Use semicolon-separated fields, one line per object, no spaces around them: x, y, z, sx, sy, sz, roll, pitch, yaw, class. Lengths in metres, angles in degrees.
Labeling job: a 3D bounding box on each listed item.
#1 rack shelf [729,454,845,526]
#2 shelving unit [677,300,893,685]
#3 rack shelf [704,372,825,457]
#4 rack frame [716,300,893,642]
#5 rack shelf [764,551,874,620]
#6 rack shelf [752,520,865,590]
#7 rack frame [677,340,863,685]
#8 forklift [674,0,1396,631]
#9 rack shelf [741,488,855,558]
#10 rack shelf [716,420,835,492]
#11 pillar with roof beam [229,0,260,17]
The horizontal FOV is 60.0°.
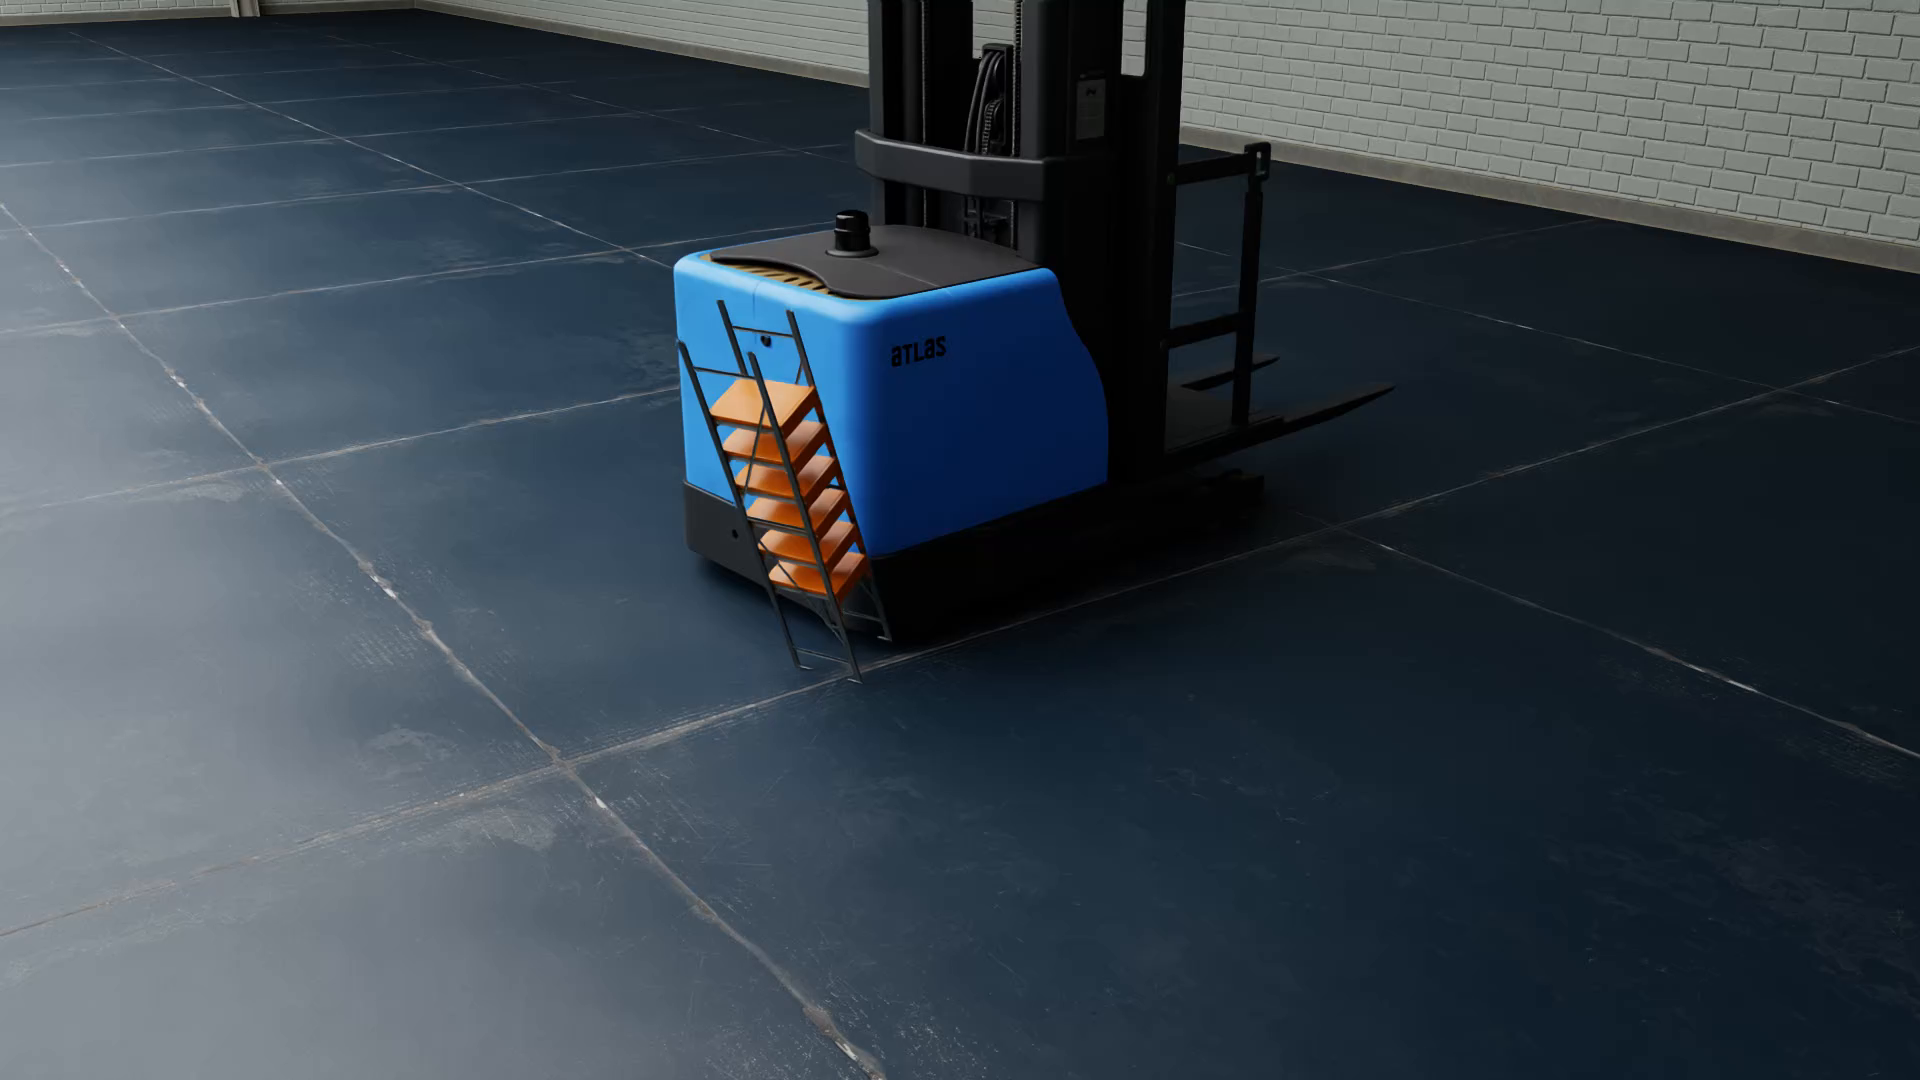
-0.474;-0.156;4.561;0.258;0.103;0.180;12;47;27;rack shelf
-0.460;-0.101;4.610;0.258;1.200;0.189;12;47;27;shelving unit
-0.519;-0.334;4.406;0.258;0.103;0.180;12;47;27;rack shelf
-0.418;-0.160;4.666;0.240;1.200;0.006;12;47;27;rack frame
-0.406;0.109;4.795;0.258;0.103;0.180;12;47;27;rack shelf
-0.429;0.021;4.717;0.258;0.103;0.180;12;47;27;rack shelf
-0.501;-0.041;4.555;0.240;1.200;0.006;12;47;27;rack frame
0.489;-1.519;5.811;3.031;2.935;1.130;-19;28;-39;forklift
-0.451;-0.068;4.639;0.258;0.103;0.180;12;47;27;rack shelf
-0.496;-0.245;4.484;0.258;0.103;0.180;12;47;27;rack shelf
-9.637;-11.800;23.389;0.400;9.000;9.100;-15;26;-33;pillar with roof beam
